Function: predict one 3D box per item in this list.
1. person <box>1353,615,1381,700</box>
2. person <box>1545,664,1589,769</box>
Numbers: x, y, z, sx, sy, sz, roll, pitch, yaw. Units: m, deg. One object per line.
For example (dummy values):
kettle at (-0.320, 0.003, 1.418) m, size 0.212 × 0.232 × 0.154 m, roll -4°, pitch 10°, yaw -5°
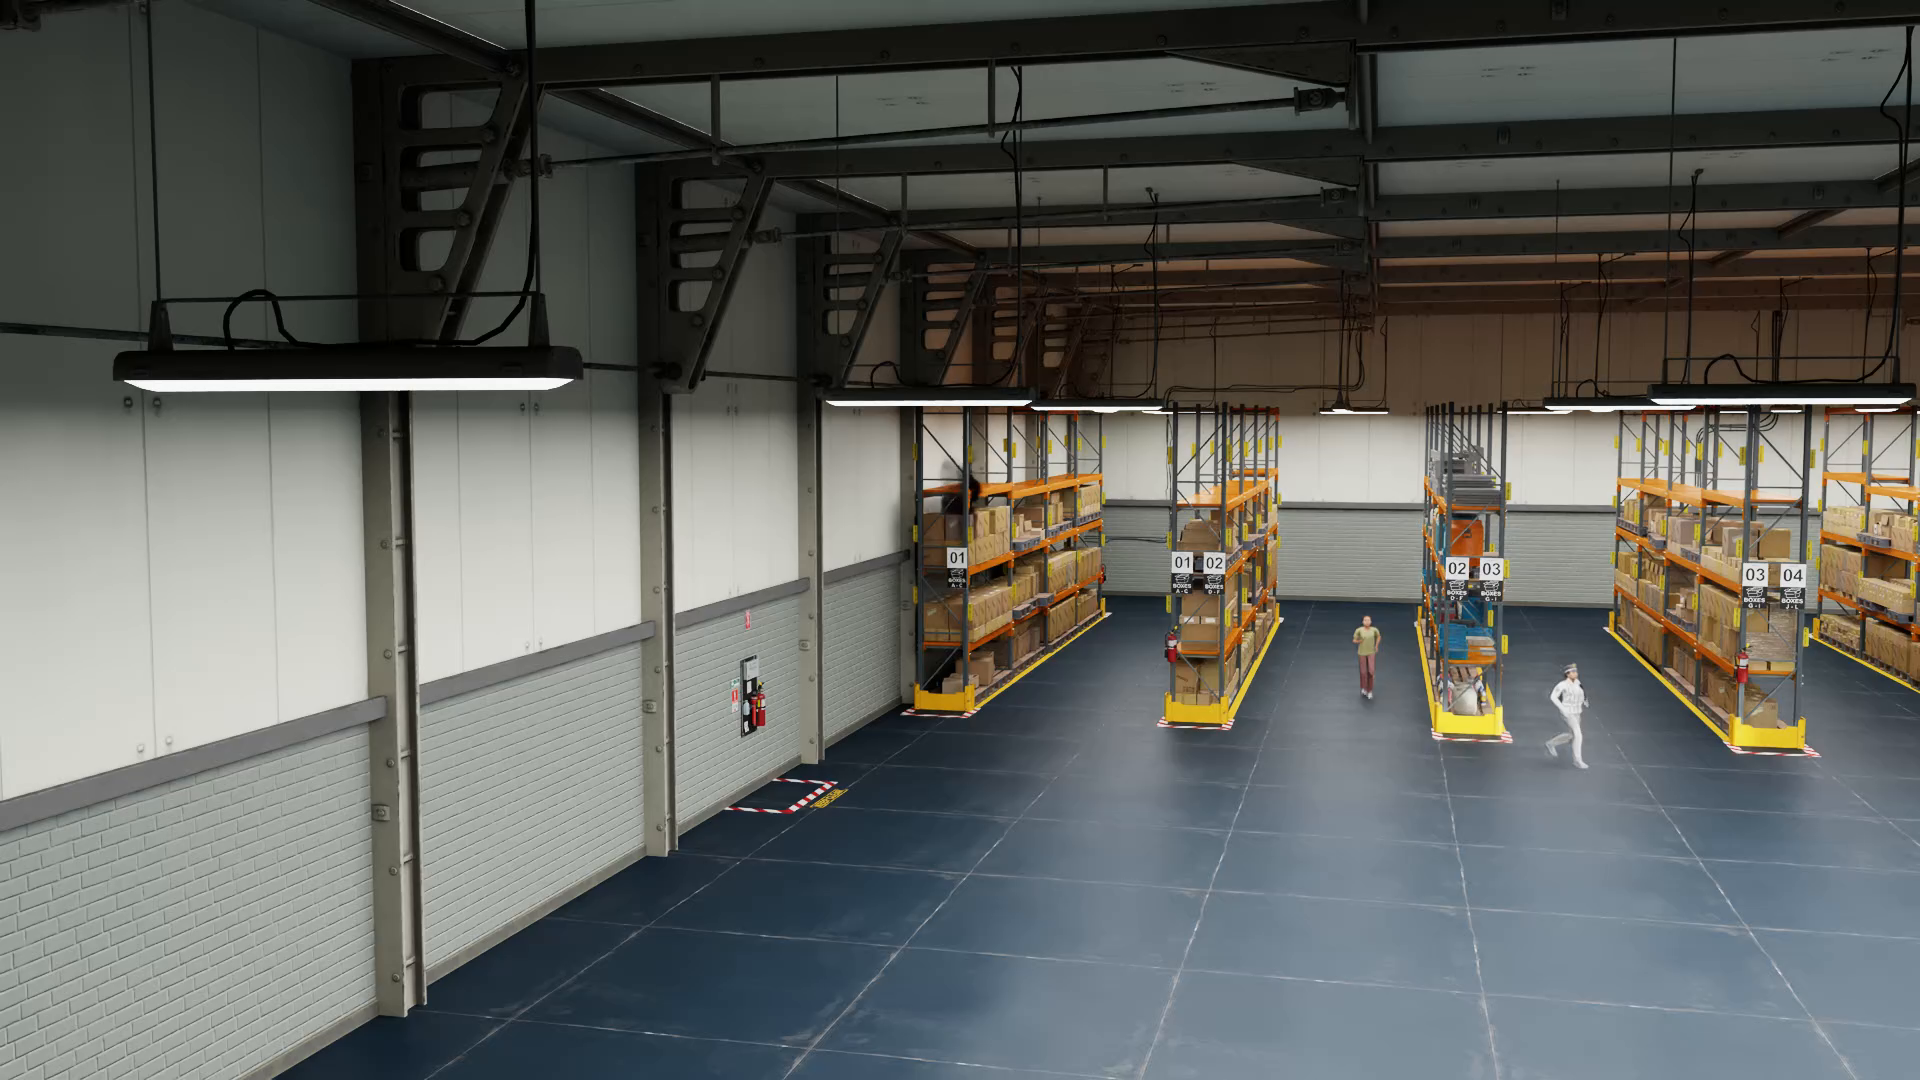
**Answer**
person at (8.308, 2.376, 33.981) m, size 0.559 × 1.717 × 0.692 m, roll 1°, pitch 4°, yaw 12°
person at (10.037, 2.866, 27.394) m, size 0.609 × 1.703 × 0.789 m, roll -3°, pitch 5°, yaw -35°
